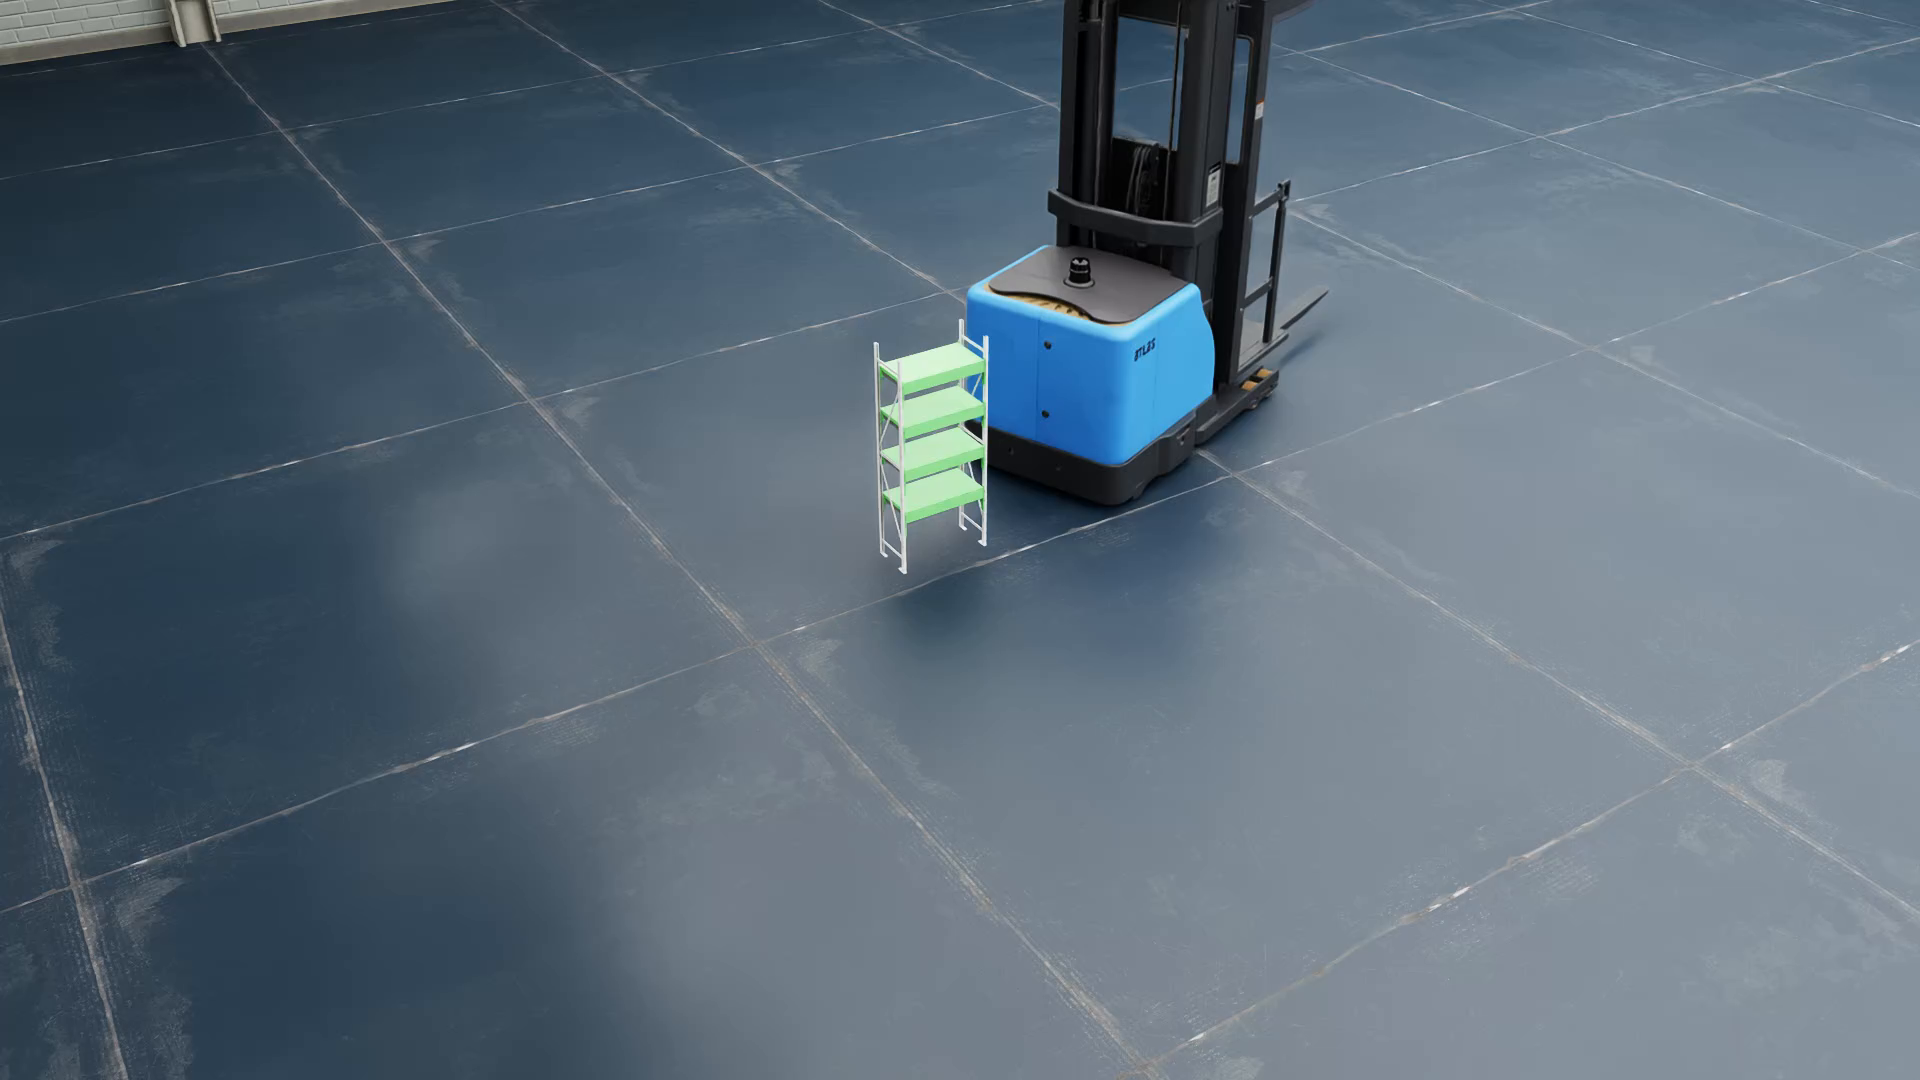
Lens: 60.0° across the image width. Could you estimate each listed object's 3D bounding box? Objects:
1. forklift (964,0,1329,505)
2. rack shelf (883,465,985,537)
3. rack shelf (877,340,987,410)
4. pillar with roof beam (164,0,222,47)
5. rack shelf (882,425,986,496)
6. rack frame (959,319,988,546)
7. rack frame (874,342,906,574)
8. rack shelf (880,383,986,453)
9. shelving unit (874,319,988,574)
[{"bbox_3d":[1.285,-2.163,9.432,1.130,2.935,3.031,21,38,29],"label":"forklift"},{"bbox_3d":[-0.139,-0.203,8.516,0.480,0.148,0.258,-19,37,-27],"label":"rack shelf"},{"bbox_3d":[-0.139,-0.812,8.132,0.480,0.148,0.258,-19,37,-27],"label":"rack shelf"},{"bbox_3d":[-5.327,-6.896,11.247,0.400,9.000,9.100,-19,37,-27],"label":"pillar with roof beam"},{"bbox_3d":[-0.139,-0.406,8.388,0.480,0.148,0.258,-19,37,-27],"label":"rack shelf"},{"bbox_3d":[0.066,-0.530,8.466,0.015,1.200,0.240,-19,37,-27],"label":"rack frame"},{"bbox_3d":[-0.344,-0.389,8.242,0.015,1.200,0.240,-19,37,-27],"label":"rack frame"},{"bbox_3d":[-0.139,-0.609,8.260,0.480,0.148,0.258,-19,37,-27],"label":"rack shelf"},{"bbox_3d":[-0.139,-0.460,8.354,0.503,1.200,0.258,-19,37,-27],"label":"shelving unit"}]
